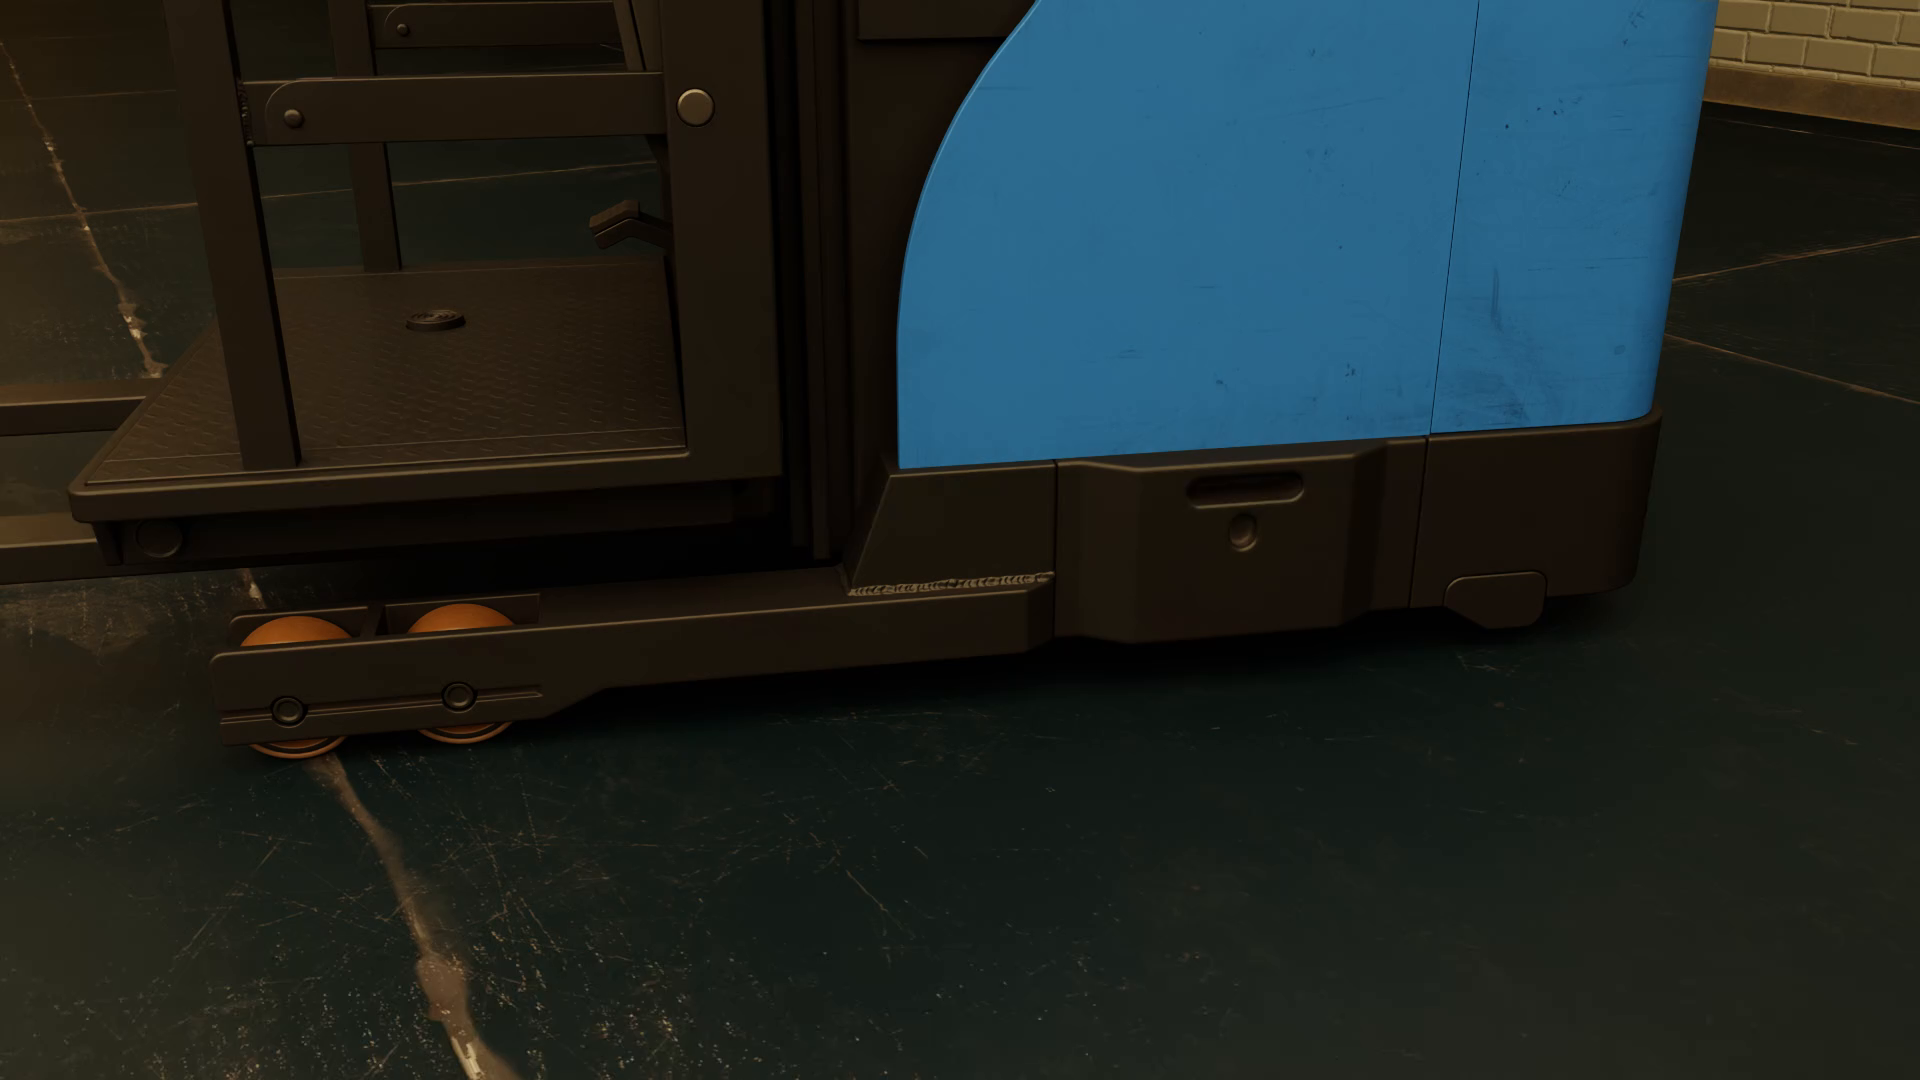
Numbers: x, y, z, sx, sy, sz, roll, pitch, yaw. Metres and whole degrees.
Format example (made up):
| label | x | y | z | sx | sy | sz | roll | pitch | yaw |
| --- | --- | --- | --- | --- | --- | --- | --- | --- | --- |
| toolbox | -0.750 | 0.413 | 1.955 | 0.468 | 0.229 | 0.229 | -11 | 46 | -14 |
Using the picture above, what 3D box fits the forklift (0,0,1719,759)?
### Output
| label | x | y | z | sx | sy | sz | roll | pitch | yaw |
| --- | --- | --- | --- | --- | --- | --- | --- | --- | --- |
| forklift | -0.615 | -1.311 | 1.969 | 3.031 | 2.935 | 1.130 | -4 | 23 | -10 |
